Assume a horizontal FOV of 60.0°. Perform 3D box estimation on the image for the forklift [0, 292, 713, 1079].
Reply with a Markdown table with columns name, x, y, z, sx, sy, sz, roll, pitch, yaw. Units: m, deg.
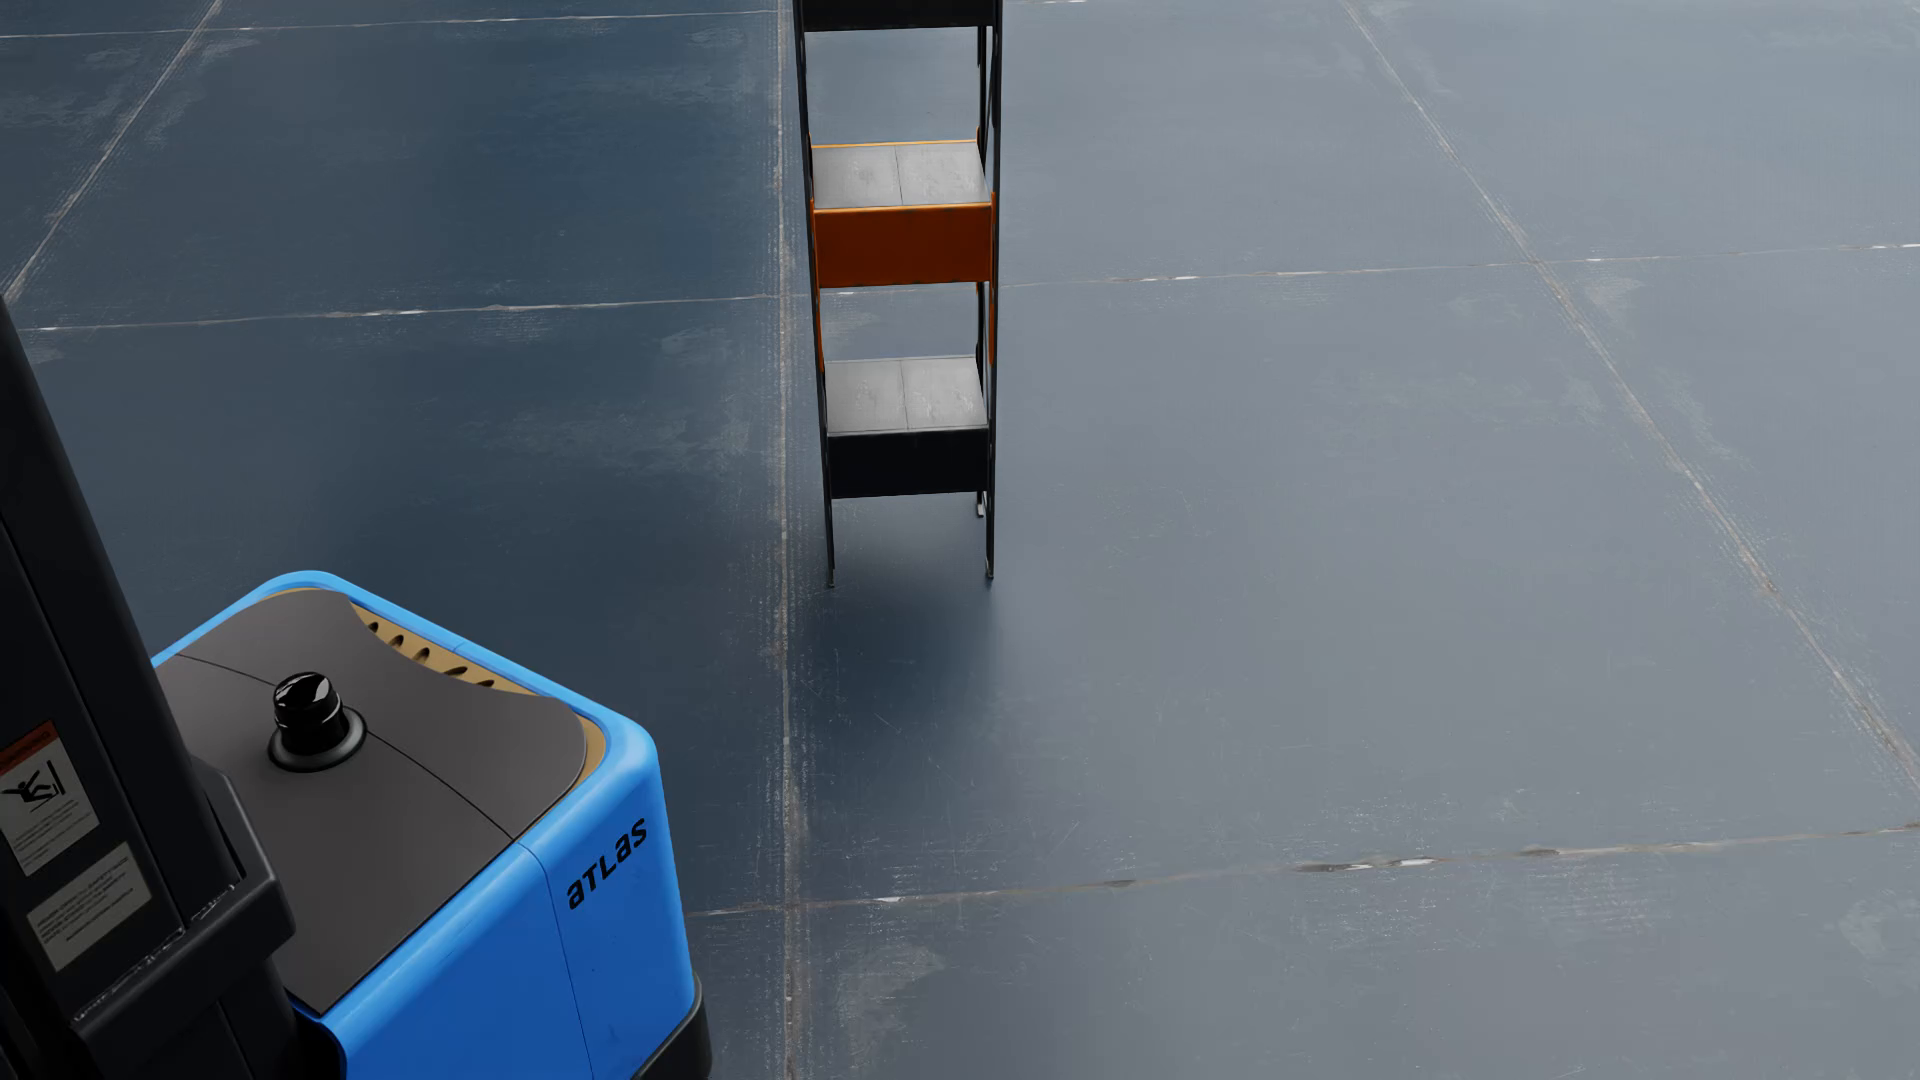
| name | x | y | z | sx | sy | sz | roll | pitch | yaw |
| --- | --- | --- | --- | --- | --- | --- | --- | --- | --- |
| forklift | -1.754 | 0.663 | 2.043 | 1.130 | 2.935 | 3.031 | 21 | 43 | 25 |

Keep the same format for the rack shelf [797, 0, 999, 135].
| name | x | y | z | sx | sy | sz | roll | pitch | yaw |
| --- | --- | --- | --- | --- | --- | --- | --- | --- | --- |
| rack shelf | -0.165 | -1.354 | 4.163 | 0.480 | 0.518 | 0.431 | -3 | 38 | -4 |

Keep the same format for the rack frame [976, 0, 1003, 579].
| name | x | y | z | sx | sy | sz | roll | pitch | yaw |
| --- | --- | --- | --- | --- | --- | --- | --- | --- | --- |
| rack frame | 0.078 | -0.829 | 4.605 | 0.015 | 2.100 | 0.400 | -3 | 38 | -4 |

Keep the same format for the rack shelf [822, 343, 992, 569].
| name | x | y | z | sx | sy | sz | roll | pitch | yaw |
| --- | --- | --- | --- | --- | --- | --- | --- | --- | --- |
| rack shelf | -0.165 | -0.255 | 5.030 | 0.480 | 0.518 | 0.431 | -3 | 38 | -4 |

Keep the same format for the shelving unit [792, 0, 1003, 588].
| name | x | y | z | sx | sy | sz | roll | pitch | yaw |
| --- | --- | --- | --- | --- | --- | --- | --- | --- | --- |
| shelving unit | -0.165 | -0.815 | 4.588 | 0.503 | 2.100 | 0.431 | -3 | 38 | -4 |

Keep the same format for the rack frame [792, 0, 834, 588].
| name | x | y | z | sx | sy | sz | roll | pitch | yaw |
| --- | --- | --- | --- | --- | --- | --- | --- | --- | --- |
| rack frame | -0.408 | -0.802 | 4.571 | 0.015 | 2.100 | 0.400 | -3 | 38 | -4 |

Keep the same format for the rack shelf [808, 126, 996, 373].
| name | x | y | z | sx | sy | sz | roll | pitch | yaw |
| --- | --- | --- | --- | --- | --- | --- | --- | --- | --- |
| rack shelf | -0.165 | -0.805 | 4.597 | 0.480 | 0.518 | 0.431 | -3 | 38 | -4 |
